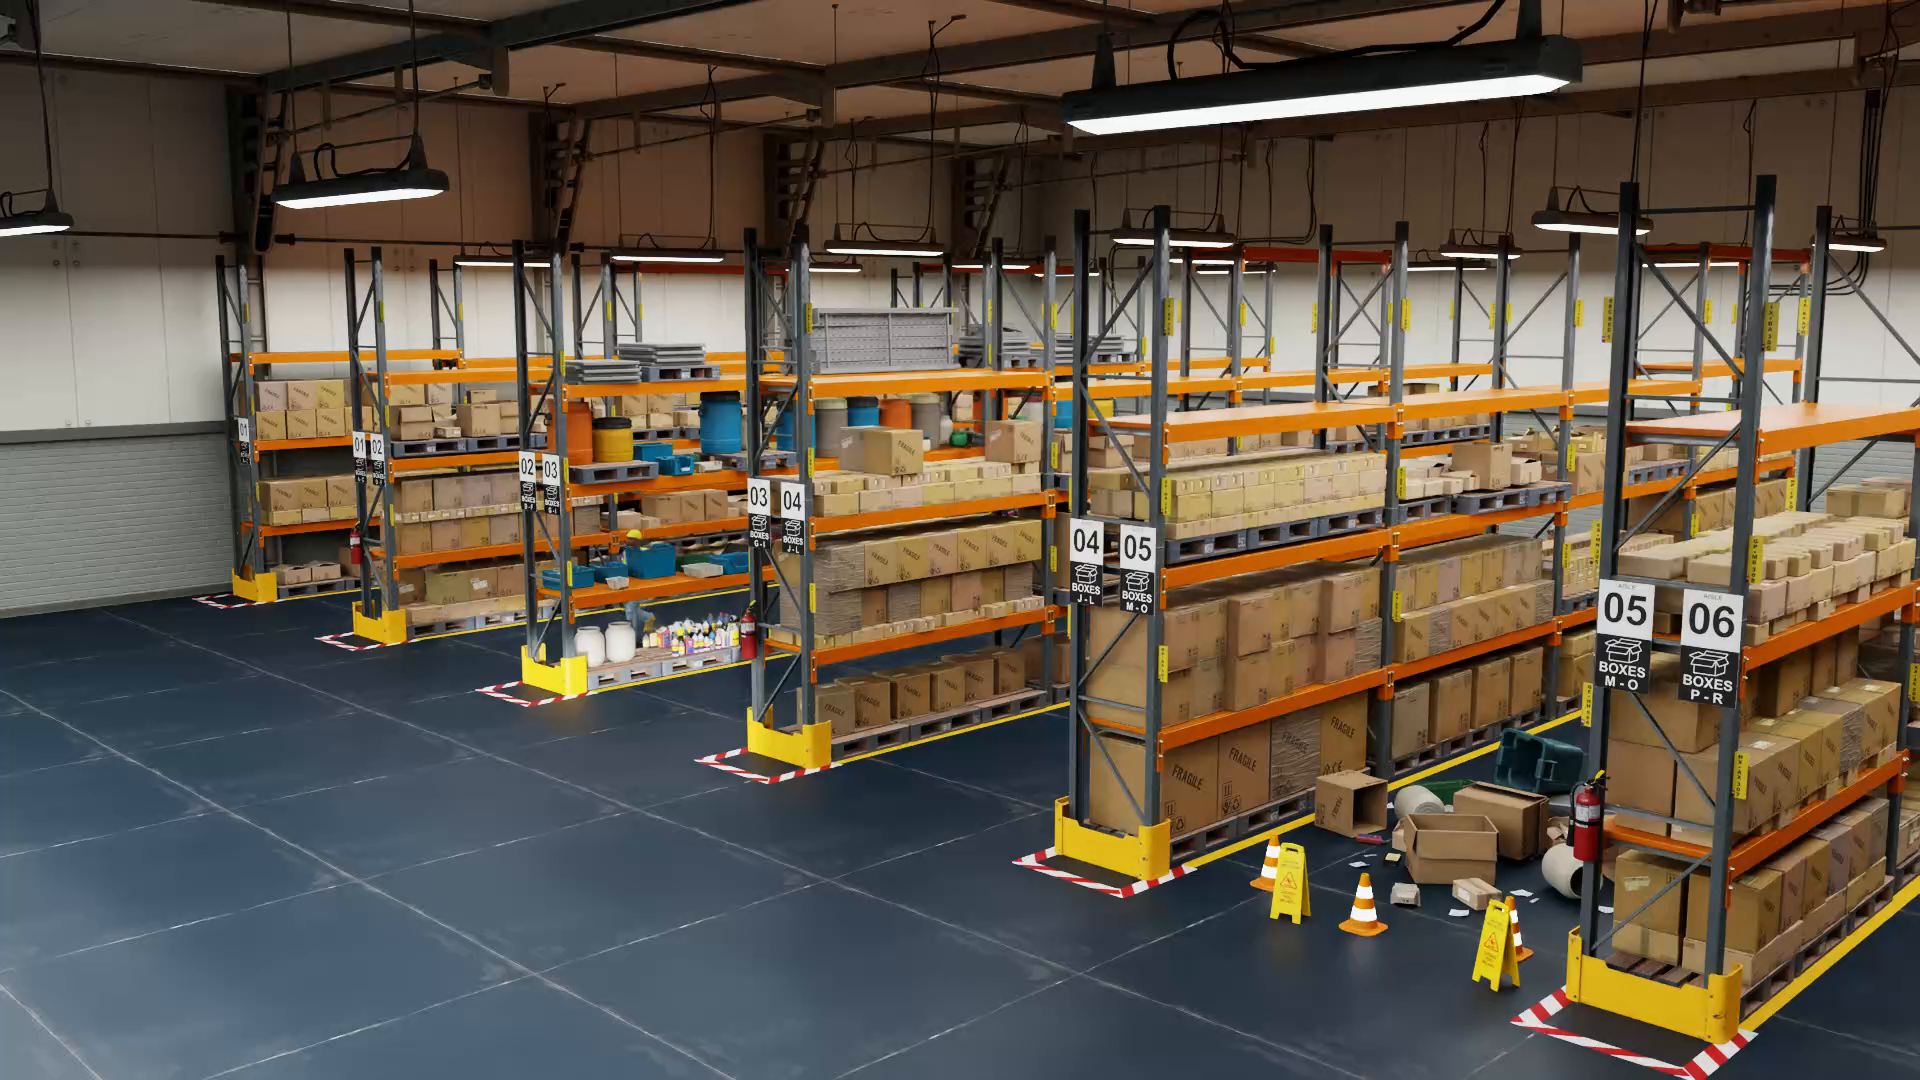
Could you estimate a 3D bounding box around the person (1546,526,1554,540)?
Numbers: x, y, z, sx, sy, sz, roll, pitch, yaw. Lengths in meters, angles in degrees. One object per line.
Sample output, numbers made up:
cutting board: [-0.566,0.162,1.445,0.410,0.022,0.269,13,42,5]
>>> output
person: [9.145,0.667,25.523,1.001,1.797,0.671,-7,11,-42]

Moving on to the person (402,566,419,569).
person: [-9.424,0.460,28.115,0.645,1.514,0.623,4,9,28]

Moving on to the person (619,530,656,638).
person: [-4.943,0.700,25.439,0.715,1.740,0.822,6,10,35]
